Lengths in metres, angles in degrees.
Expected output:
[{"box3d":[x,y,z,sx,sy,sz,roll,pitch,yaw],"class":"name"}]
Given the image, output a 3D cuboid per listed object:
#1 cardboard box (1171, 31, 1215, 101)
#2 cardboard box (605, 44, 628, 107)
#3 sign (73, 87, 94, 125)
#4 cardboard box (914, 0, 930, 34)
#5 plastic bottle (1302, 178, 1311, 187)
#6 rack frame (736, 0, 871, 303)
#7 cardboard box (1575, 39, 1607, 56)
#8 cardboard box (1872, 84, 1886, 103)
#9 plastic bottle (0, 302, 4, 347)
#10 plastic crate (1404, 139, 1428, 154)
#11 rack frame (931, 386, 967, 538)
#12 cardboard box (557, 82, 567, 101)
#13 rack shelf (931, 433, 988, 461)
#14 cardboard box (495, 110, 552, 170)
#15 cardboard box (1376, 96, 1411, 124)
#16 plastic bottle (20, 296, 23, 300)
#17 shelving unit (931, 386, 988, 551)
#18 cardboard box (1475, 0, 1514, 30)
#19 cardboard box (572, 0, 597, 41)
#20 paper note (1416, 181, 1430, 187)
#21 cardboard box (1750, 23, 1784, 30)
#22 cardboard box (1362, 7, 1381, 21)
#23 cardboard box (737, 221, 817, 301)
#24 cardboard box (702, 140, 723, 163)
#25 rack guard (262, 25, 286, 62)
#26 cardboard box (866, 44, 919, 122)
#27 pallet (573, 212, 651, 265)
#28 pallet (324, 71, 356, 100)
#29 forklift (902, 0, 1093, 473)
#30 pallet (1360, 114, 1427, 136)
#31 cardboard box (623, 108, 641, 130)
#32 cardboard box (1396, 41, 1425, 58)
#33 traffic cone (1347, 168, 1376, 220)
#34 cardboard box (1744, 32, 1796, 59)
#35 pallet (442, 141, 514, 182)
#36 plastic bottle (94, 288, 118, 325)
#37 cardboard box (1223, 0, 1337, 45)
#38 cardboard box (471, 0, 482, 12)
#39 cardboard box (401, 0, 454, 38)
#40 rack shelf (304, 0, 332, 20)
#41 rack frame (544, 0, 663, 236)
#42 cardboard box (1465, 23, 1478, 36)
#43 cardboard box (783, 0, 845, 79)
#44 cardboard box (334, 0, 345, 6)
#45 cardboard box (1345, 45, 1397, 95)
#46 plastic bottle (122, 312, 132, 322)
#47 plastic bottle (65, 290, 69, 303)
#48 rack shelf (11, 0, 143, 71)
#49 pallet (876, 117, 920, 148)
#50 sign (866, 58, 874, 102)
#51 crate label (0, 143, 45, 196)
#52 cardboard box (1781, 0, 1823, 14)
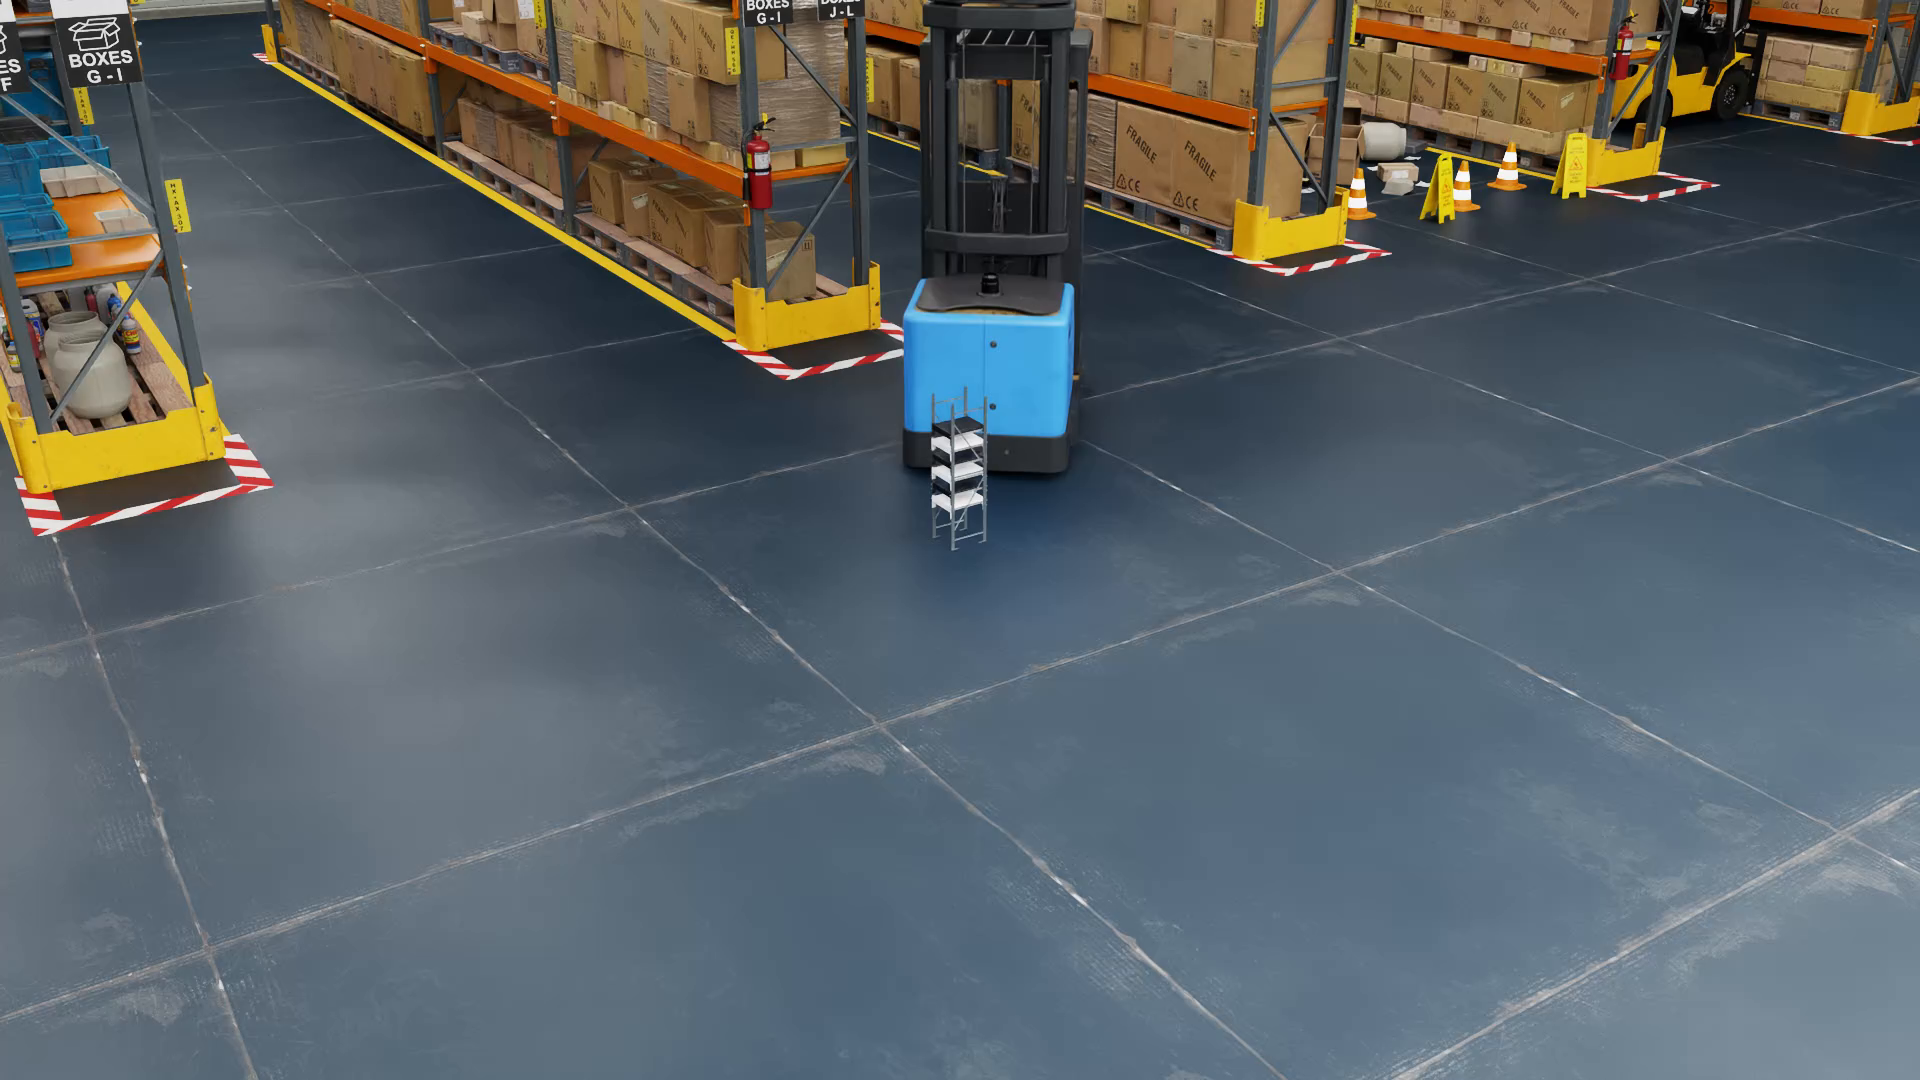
[{"box3d":[2.497,-4.469,15.526,0.875,0.550,0.550,-16,29,-30],"class":"cardboard box"},{"box3d":[-2.544,-4.060,14.371,0.875,0.500,0.500,-16,29,-30],"class":"cardboard box"},{"box3d":[-7.021,-3.493,13.311,0.100,0.325,0.005,-16,29,-30],"class":"sign"},{"box3d":[-0.188,-6.049,18.932,0.500,0.500,0.500,-15,29,-29],"class":"cardboard box"},{"box3d":[3.615,-3.848,17.830,0.283,0.061,0.133,18,31,33],"class":"plastic bottle"},{"box3d":[-1.155,-2.967,12.522,1.000,3.000,0.127,-16,29,-30],"class":"rack frame"},{"box3d":[6.765,-5.247,17.645,0.380,0.149,0.250,-14,29,-28],"class":"cardboard box"},{"box3d":[11.201,-5.602,20.833,0.500,0.250,0.500,-15,29,-29],"class":"cardboard box"},{"box3d":[-6.958,-1.573,12.156,0.144,0.351,0.185,-14,29,-27],"class":"plastic bottle"},{"box3d":[5.135,-4.634,19.473,0.583,0.080,0.402,18,31,33],"class":"plastic crate"},{"box3d":[-0.060,-0.446,9.641,0.240,0.900,0.006,-16,29,-30],"class":"rack frame"},{"box3d":[-3.473,-4.137,15.295,0.380,0.149,0.250,-16,29,-30],"class":"cardboard box"},{"box3d":[-0.004,-0.542,9.501,0.258,0.077,0.200,-16,29,-30],"class":"rack shelf"},{"box3d":[-4.511,-4.266,17.685,0.700,0.500,0.500,-13,28,-25],"class":"cardboard box"},{"box3d":[5.362,-5.192,19.963,0.500,0.250,0.500,-14,29,-27],"class":"cardboard box"},{"box3d":[-7.215,-1.800,12.729,0.097,0.271,0.097,0,25,0],"class":"plastic bottle"},{"box3d":[-0.004,-0.410,9.564,0.258,0.900,0.210,-16,29,-30],"class":"shelving unit"},{"box3d":[6.082,-5.946,18.367,0.500,0.500,0.500,-16,29,-30],"class":"cardboard box"},{"box3d":[-3.031,-4.631,14.410,0.500,0.500,0.500,-16,29,-30],"class":"cardboard box"},{"box3d":[4.965,-3.808,17.781,0.142,0.019,0.148,18,31,33],"class":"paper note"},{"box3d":[10.388,-6.594,21.761,0.500,0.250,0.500,-16,30,-31],"class":"cardboard box"},{"box3d":[5.049,-6.328,19.935,0.380,0.149,0.250,-15,29,-28],"class":"cardboard box"},{"box3d":[-1.481,-2.254,13.447,0.500,0.500,0.500,-10,27,-20],"class":"cardboard box"},{"box3d":[-1.799,-3.074,13.043,0.380,0.149,0.250,-16,29,-30],"class":"cardboard box"},{"box3d":[-9.902,-7.568,25.196,1.175,0.500,0.348,-16,29,-30],"class":"rack guard"},{"box3d":[-0.574,-5.570,20.179,1.050,0.750,0.750,-15,29,-29],"class":"cardboard box"},{"box3d":[-2.942,-2.905,15.656,1.003,0.211,1.213,-16,29,-30],"class":"pallet"},{"box3d":[-8.055,-6.289,22.824,1.003,0.211,1.213,-16,29,-30],"class":"pallet"},{"box3d":[0.309,-2.344,11.282,1.130,2.935,3.031,3,25,6],"class":"forklift"},{"box3d":[5.361,-5.214,20.548,1.003,0.211,1.213,-16,29,-30],"class":"pallet"},{"box3d":[-2.643,-3.604,14.165,0.380,0.149,0.250,-16,29,-30],"class":"cardboard box"},{"box3d":[5.361,-5.770,19.550,0.380,0.149,0.250,-14,29,-28],"class":"cardboard box"},{"box3d":[3.956,-3.461,16.539,0.336,0.463,0.334,-16,29,-30],"class":"traffic cone"},{"box3d":[10.225,-6.285,21.107,0.500,0.250,0.500,-15,29,-29],"class":"cardboard box"},{"box3d":[-5.096,-4.288,18.586,1.003,0.211,1.213,-16,29,-30],"class":"pallet"},{"box3d":[-6.529,-1.805,12.734,0.152,0.276,0.135,-15,29,-29],"class":"plastic bottle"},{"box3d":[2.886,-4.785,14.931,0.875,0.550,0.550,-16,29,-30],"class":"cardboard box"},{"box3d":[-4.805,-5.704,17.709,0.700,0.500,0.500,-11,27,-22],"class":"cardboard box"},{"box3d":[-5.999,-5.993,18.813,0.500,0.500,0.500,-15,29,-28],"class":"cardboard box"},{"box3d":[-8.797,-7.649,23.283,1.077,0.370,4.000,-16,29,-30],"class":"rack shelf"},{"box3d":[-3.338,-4.398,15.552,1.000,3.000,0.127,-16,29,-30],"class":"rack frame"},{"box3d":[5.947,-5.798,18.813,0.380,0.149,0.250,-16,29,-30],"class":"cardboard box"},{"box3d":[-1.227,-3.859,12.775,0.500,0.500,0.500,-16,29,-30],"class":"cardboard box"},{"box3d":[-7.664,-7.082,21.120,0.500,0.500,0.500,-15,29,-29],"class":"cardboard box"},{"box3d":[5.061,-5.719,20.201,0.500,0.500,0.500,-14,29,-27],"class":"cardboard box"},{"box3d":[-6.141,-1.590,12.271,0.061,0.283,0.133,-15,29,-29],"class":"plastic bottle"},{"box3d":[-7.016,-2.048,13.162,0.144,0.351,0.185,-16,29,-30],"class":"plastic bottle"},{"box3d":[-6.396,-3.559,11.105,1.077,0.370,4.000,-16,29,-30],"class":"rack shelf"},{"box3d":[-0.282,-4.952,19.992,1.003,0.211,1.213,-16,29,-30],"class":"pallet"},{"box3d":[-0.700,-3.485,12.605,0.100,0.325,0.005,-16,29,-30],"class":"sign"},{"box3d":[-6.536,-2.424,11.330,0.502,0.435,0.616,-16,29,-30],"class":"crate label"},{"box3d":[10.541,-6.783,20.487,0.500,0.500,0.500,-15,29,-28],"class":"cardboard box"}]
